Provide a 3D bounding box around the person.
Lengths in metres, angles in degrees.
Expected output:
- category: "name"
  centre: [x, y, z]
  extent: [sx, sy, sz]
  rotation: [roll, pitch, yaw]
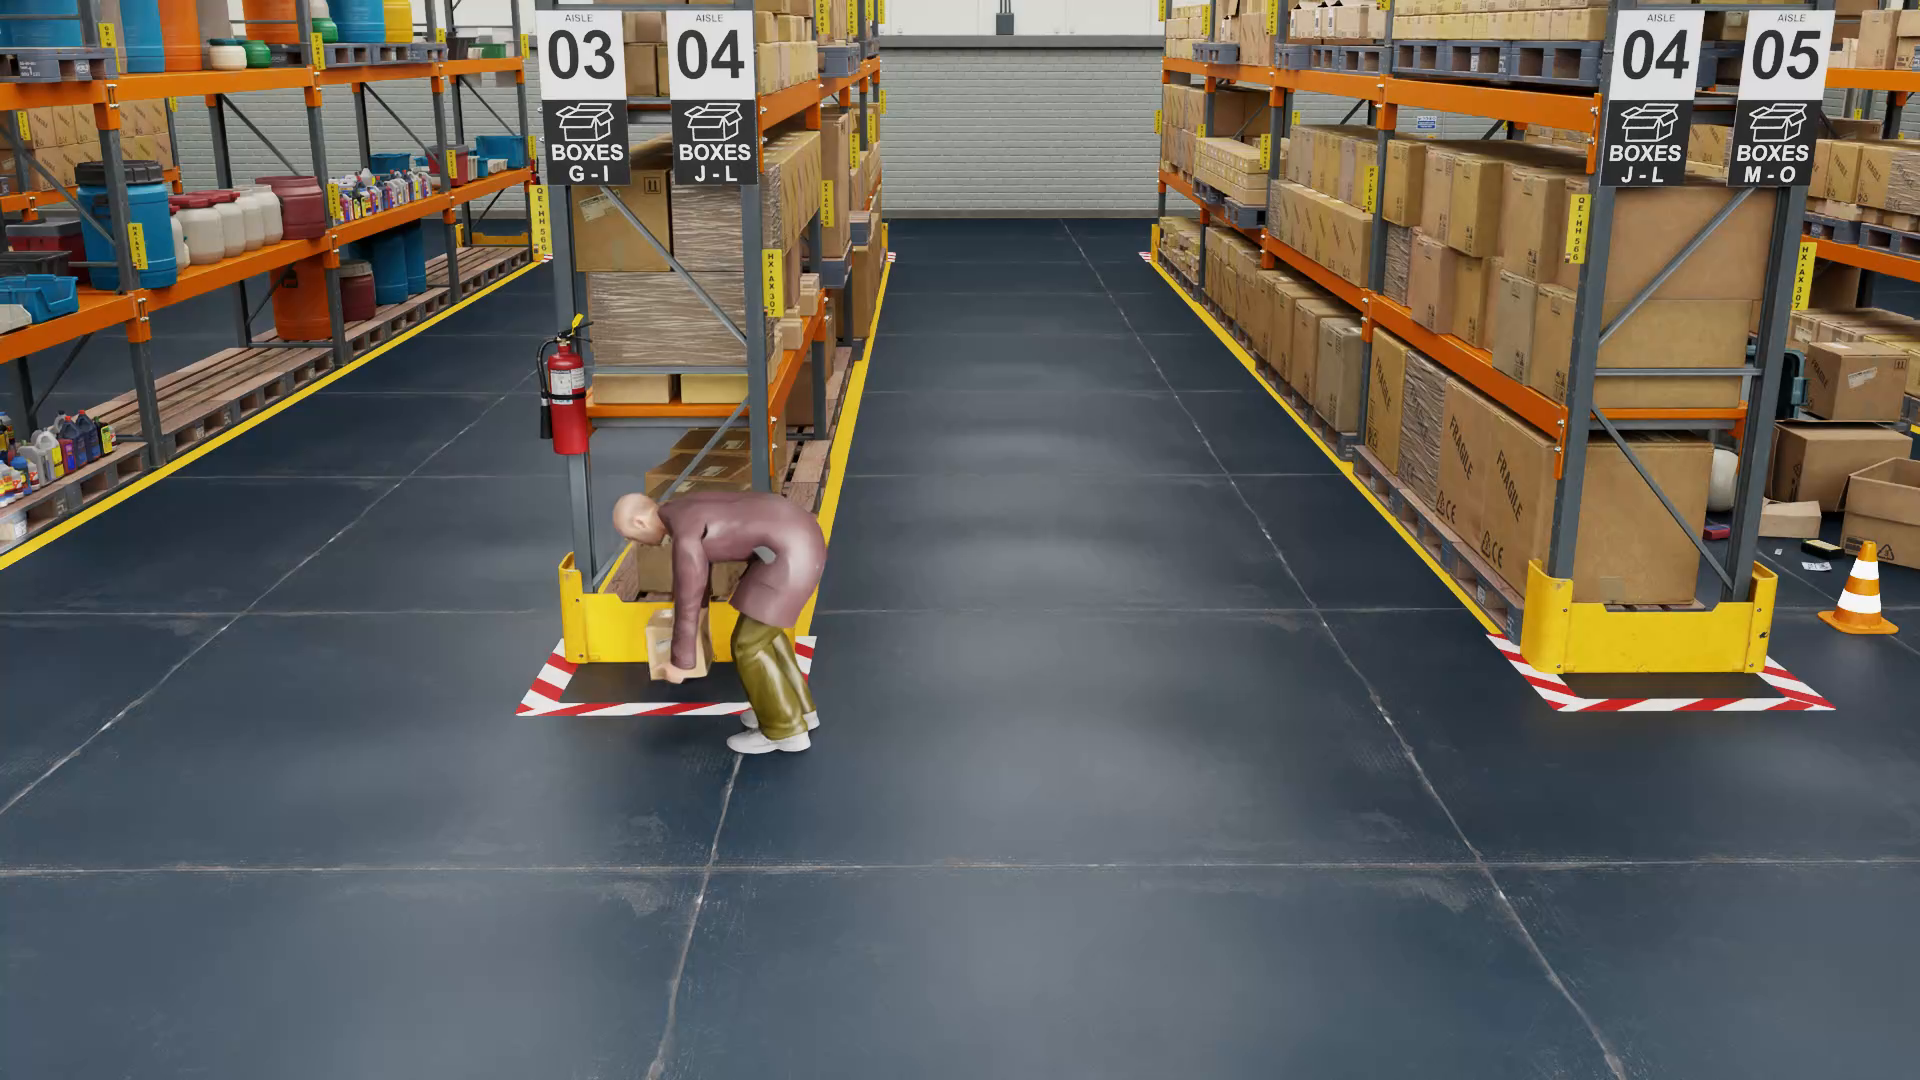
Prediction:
- category: "person"
  centre: [-0.903, 0.056, 7.374]
  extent: [0.541, 1.779, 0.542]
  rotation: [1, 17, 4]
